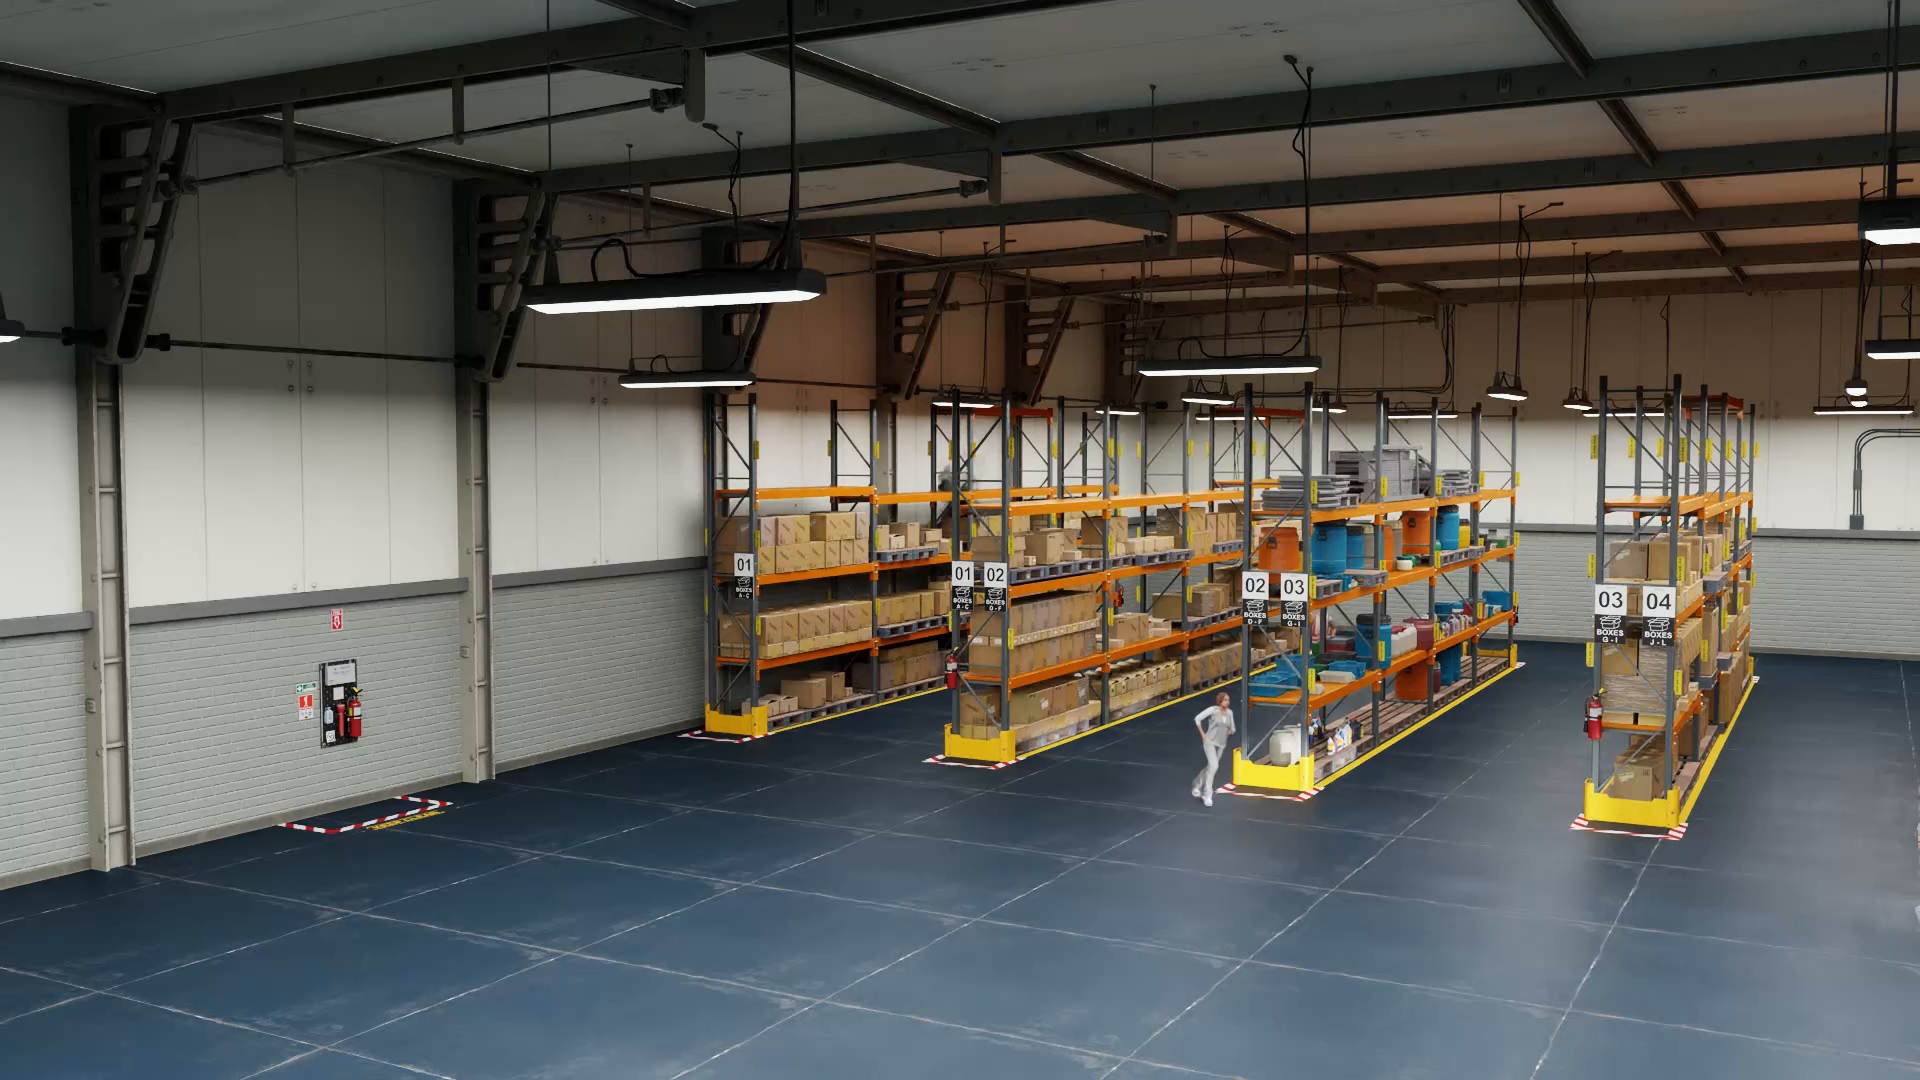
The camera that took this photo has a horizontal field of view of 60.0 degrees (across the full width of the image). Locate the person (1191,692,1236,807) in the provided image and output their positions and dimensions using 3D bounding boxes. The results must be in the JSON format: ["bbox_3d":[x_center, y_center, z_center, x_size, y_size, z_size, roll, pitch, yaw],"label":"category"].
[{"bbox_3d":[3.616,2.954,23.730,0.607,1.598,0.668,-2,3,-28],"label":"person"}]

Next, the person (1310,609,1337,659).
[{"bbox_3d":[7.792,2.204,35.827,0.643,1.741,0.706,1,3,15],"label":"person"}]
